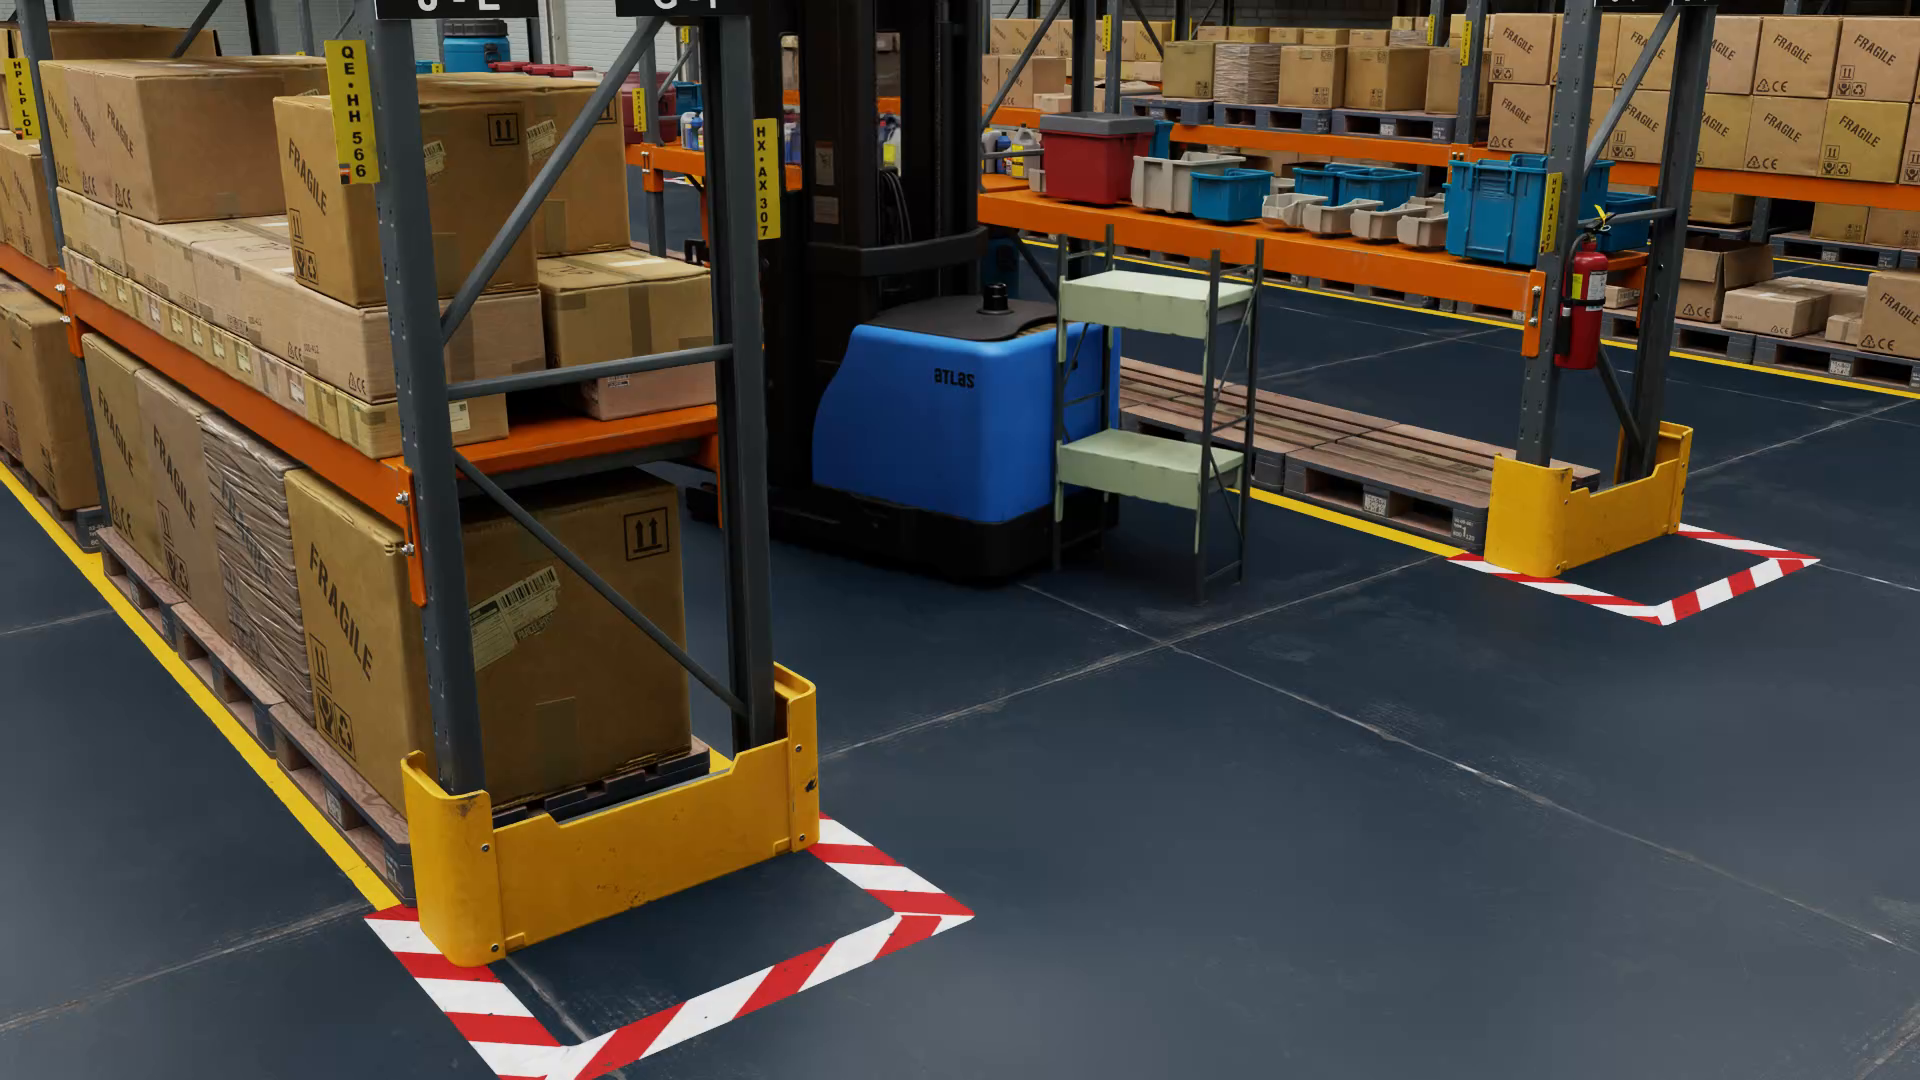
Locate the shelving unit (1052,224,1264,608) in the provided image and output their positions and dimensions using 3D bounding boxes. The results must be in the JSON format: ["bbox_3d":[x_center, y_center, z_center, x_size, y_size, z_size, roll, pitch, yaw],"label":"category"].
[{"bbox_3d":[0.830,-0.548,7.131,0.755,1.500,0.431,14,23,36],"label":"shelving unit"}]

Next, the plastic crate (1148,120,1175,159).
[{"bbox_3d":[0.974,-2.364,10.160,0.392,0.384,0.575,-14,23,-36],"label":"plastic crate"}]

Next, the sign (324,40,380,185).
[{"bbox_3d":[-1.417,-0.999,3.889,0.100,0.325,0.005,-14,23,-36],"label":"sign"}]

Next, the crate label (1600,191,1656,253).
[{"bbox_3d":[3.005,-1.480,7.732,0.416,0.233,0.303,-14,23,-36],"label":"crate label"}]

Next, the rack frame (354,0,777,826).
[{"bbox_3d":[-0.983,-0.439,4.418,1.000,3.000,0.127,-14,23,-36],"label":"rack frame"}]

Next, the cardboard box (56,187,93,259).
[{"bbox_3d":[-3.380,-1.328,6.867,0.500,0.250,0.500,-14,23,-37],"label":"cardboard box"}]

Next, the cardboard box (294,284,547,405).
[{"bbox_3d":[-1.492,-0.577,4.599,0.500,0.250,0.500,-14,23,-37],"label":"cardboard box"}]

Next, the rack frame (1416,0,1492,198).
[{"bbox_3d":[5.699,-5.311,19.130,1.000,3.000,0.127,-14,23,-36],"label":"rack frame"}]

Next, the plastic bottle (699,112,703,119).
[{"bbox_3d":[-1.933,-3.178,12.887,0.152,0.276,0.135,-14,23,-36],"label":"plastic bottle"}]

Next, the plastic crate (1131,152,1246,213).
[{"bbox_3d":[1.220,-1.952,9.078,0.437,0.282,0.530,-14,23,-36],"label":"plastic crate"}]

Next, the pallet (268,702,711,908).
[{"bbox_3d":[-1.541,0.703,5.405,1.003,0.211,1.213,-14,23,-36],"label":"pallet"}]

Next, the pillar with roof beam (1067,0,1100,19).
[{"bbox_3d":[-1.530,-9.286,21.591,9.100,9.000,0.400,-14,23,-36],"label":"pillar with roof beam"}]

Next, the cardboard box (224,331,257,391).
[{"bbox_3d":[-2.097,-0.595,5.287,0.380,0.149,0.250,-15,23,-37],"label":"cardboard box"}]

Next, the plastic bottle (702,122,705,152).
[{"bbox_3d":[-1.884,-3.062,12.525,0.061,0.283,0.133,-14,23,-36],"label":"plastic bottle"}]

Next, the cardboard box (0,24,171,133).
[{"bbox_3d":[-4.286,-2.276,8.209,0.797,0.503,0.637,-14,23,-36],"label":"cardboard box"}]

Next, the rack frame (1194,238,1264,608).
[{"bbox_3d":[1.119,-0.477,6.918,0.023,1.500,0.400,14,23,36],"label":"rack frame"}]

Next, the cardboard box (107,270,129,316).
[{"bbox_3d":[-3.052,-0.974,6.432,0.380,0.149,0.250,-15,23,-38],"label":"cardboard box"}]

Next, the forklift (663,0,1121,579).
[{"bbox_3d":[-0.723,-1.574,7.952,3.031,2.935,1.130,14,23,36],"label":"forklift"}]

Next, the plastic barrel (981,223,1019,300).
[{"bbox_3d":[0.092,-1.732,10.992,0.600,0.901,0.708,-14,23,-36],"label":"plastic barrel"}]

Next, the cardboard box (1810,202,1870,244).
[{"bbox_3d":[8.566,-3.134,15.863,0.700,0.500,0.500,-14,23,-35],"label":"cardboard box"}]

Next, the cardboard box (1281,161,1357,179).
[{"bbox_3d":[3.259,-3.272,15.057,0.500,0.250,0.500,-15,23,-37],"label":"cardboard box"}]

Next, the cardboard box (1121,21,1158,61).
[{"bbox_3d":[2.365,-6.769,22.546,0.500,0.500,0.500,-14,23,-36],"label":"cardboard box"}]

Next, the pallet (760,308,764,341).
[{"bbox_3d":[-0.792,-1.567,12.259,1.003,0.211,1.213,-14,23,-36],"label":"pallet"}]

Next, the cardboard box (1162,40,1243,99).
[{"bbox_3d":[2.297,-4.457,15.723,0.500,0.500,0.700,11,21,30],"label":"cardboard box"}]

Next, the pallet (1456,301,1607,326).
[{"bbox_3d":[4.727,-1.864,13.157,1.003,0.211,1.213,-14,23,-36],"label":"pallet"}]

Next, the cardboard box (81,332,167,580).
[{"bbox_3d":[-3.119,-0.438,7.124,0.875,0.875,0.875,-14,23,-36],"label":"cardboard box"}]

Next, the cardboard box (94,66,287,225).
[{"bbox_3d":[-2.743,-1.433,5.991,0.500,0.500,0.500,-15,23,-38],"label":"cardboard box"}]

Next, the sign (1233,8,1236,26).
[{"bbox_3d":[3.648,-6.955,22.254,0.100,0.325,0.005,-14,23,-36],"label":"sign"}]

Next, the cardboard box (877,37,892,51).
[{"bbox_3d":[-1.002,-5.709,19.142,0.380,0.149,0.250,-14,23,-36],"label":"cardboard box"}]

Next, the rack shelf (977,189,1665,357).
[{"bbox_3d":[1.658,-1.557,8.938,1.077,0.370,4.000,-14,23,-36],"label":"rack shelf"}]

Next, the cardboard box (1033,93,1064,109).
[{"bbox_3d":[0.982,-4.527,17.162,0.380,0.149,0.250,-12,22,-32],"label":"cardboard box"}]

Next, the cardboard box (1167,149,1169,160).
[{"bbox_3d":[2.860,-5.286,22.863,0.250,0.166,0.380,17,25,41],"label":"cardboard box"}]

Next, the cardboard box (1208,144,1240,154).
[{"bbox_3d":[3.685,-5.141,21.892,0.700,0.500,0.500,-13,22,-34],"label":"cardboard box"}]

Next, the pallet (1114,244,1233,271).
[{"bbox_3d":[2.252,-2.828,16.068,1.003,0.211,1.213,-14,23,-36],"label":"pallet"}]

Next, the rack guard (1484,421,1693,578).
[{"bbox_3d":[2.925,-0.216,7.720,1.175,0.500,0.348,-14,23,-36],"label":"rack guard"}]

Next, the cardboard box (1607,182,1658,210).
[{"bbox_3d":[7.123,-3.857,17.492,0.750,0.750,0.750,-13,22,-34],"label":"cardboard box"}]

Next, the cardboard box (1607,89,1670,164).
[{"bbox_3d":[5.034,-2.977,11.922,0.500,0.500,0.500,-14,23,-36],"label":"cardboard box"}]

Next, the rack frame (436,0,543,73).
[{"bbox_3d":[-4.551,-4.363,16.267,1.000,3.000,0.127,-14,23,-36],"label":"rack frame"}]

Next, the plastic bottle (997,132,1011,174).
[{"bbox_3d":[0.294,-2.586,11.105,0.097,0.271,0.097,0,18,0],"label":"plastic bottle"}]

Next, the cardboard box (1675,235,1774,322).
[{"bbox_3d":[5.472,-1.919,12.159,0.797,0.503,0.637,-14,23,-36],"label":"cardboard box"}]

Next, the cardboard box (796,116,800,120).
[{"bbox_3d":[-2.061,-5.019,20.761,0.500,0.500,0.500,-14,23,-36],"label":"cardboard box"}]

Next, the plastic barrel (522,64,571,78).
[{"bbox_3d":[-3.673,-3.968,14.858,0.433,0.535,0.433,0,18,0],"label":"plastic barrel"}]

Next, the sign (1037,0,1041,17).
[{"bbox_3d":[1.179,-8.085,25.163,0.100,0.325,0.005,-14,23,-36],"label":"sign"}]

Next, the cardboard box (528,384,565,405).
[{"bbox_3d":[-1.105,-0.535,5.106,0.380,0.149,0.250,-14,23,-37],"label":"cardboard box"}]

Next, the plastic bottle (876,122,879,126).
[{"bbox_3d":[-0.576,-2.858,11.927,0.097,0.271,0.097,0,18,0],"label":"plastic bottle"}]

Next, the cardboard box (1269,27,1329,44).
[{"bbox_3d":[4.279,-6.126,20.731,0.700,0.500,0.500,-10,21,-29],"label":"cardboard box"}]

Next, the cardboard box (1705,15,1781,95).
[{"bbox_3d":[5.334,-3.328,11.391,0.500,0.500,0.500,-13,22,-34],"label":"cardboard box"}]
